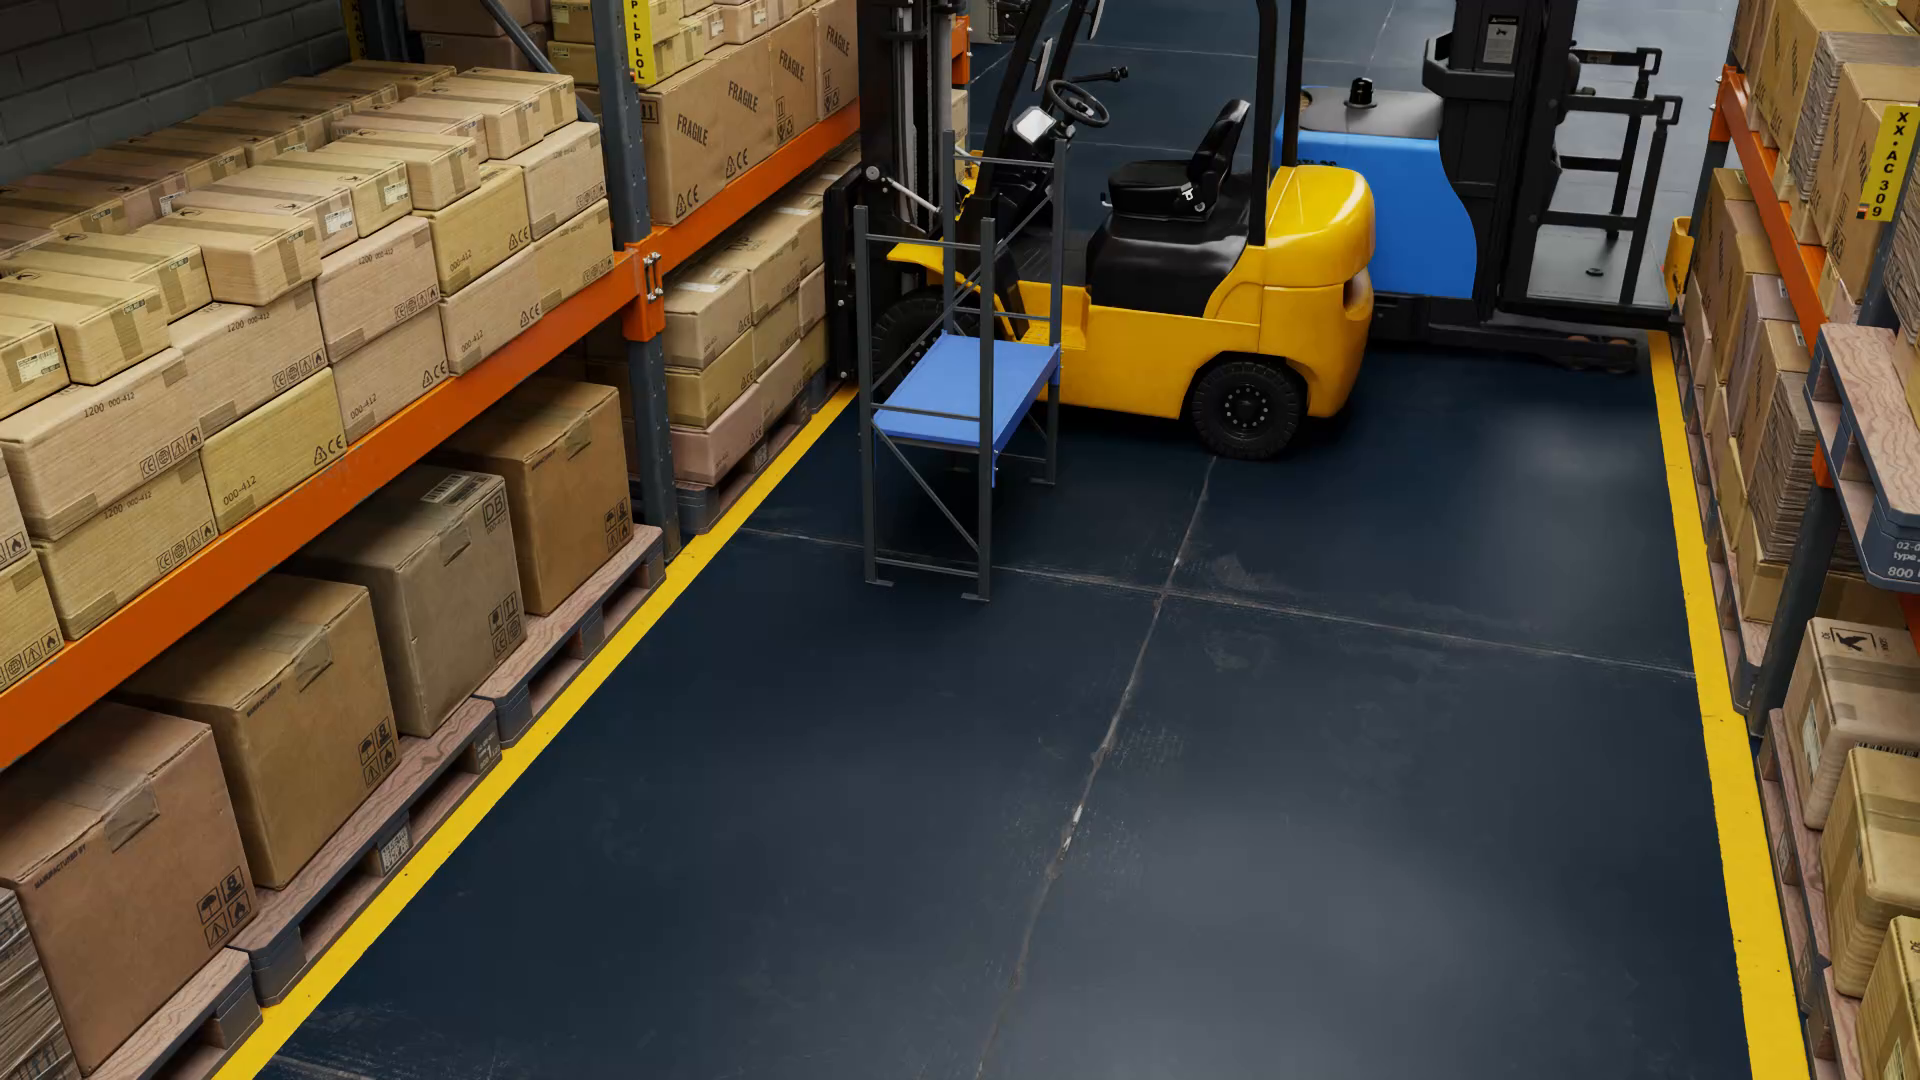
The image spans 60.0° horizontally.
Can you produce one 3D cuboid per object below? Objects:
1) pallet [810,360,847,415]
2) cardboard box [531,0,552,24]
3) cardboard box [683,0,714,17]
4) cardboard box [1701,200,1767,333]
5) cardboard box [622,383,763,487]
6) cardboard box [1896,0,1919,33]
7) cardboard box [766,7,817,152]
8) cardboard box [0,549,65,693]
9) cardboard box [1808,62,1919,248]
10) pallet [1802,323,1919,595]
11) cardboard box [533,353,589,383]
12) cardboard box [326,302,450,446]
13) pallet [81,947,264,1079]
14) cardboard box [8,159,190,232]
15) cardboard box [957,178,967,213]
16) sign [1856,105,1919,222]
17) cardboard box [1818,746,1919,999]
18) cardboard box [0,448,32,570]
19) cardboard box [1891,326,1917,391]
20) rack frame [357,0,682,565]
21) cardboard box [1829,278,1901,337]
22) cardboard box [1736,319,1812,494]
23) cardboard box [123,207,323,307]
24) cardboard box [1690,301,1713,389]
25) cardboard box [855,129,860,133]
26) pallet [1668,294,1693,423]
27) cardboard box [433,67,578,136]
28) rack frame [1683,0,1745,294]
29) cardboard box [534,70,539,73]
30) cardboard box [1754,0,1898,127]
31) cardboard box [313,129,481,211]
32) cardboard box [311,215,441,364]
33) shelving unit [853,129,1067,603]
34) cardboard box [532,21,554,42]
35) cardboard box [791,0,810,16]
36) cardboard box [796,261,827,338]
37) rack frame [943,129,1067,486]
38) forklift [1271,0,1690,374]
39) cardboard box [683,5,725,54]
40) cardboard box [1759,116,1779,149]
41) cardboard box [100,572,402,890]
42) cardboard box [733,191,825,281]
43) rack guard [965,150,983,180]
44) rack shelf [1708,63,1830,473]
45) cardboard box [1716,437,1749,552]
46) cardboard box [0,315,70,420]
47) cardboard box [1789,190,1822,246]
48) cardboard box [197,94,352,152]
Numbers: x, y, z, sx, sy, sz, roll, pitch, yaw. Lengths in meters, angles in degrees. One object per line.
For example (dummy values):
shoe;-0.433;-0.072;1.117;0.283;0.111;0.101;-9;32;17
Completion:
pallet;-0.981;-1.025;8.376;1.003;0.211;1.213;8;30;15
cardboard box;-1.693;-2.071;6.310;0.380;0.149;0.250;8;30;14
cardboard box;-1.177;-2.128;6.414;0.380;0.149;0.250;8;30;14
cardboard box;3.652;-1.183;7.416;0.500;0.500;0.500;7;30;13
cardboard box;-1.153;-0.471;6.907;0.500;0.250;0.500;9;30;15
cardboard box;3.882;-2.108;6.016;0.700;0.500;0.500;8;30;15
cardboard box;-0.947;-2.004;7.164;0.500;0.500;0.500;8;30;14
cardboard box;-2.269;0.209;3.443;0.500;0.250;0.500;8;30;14
cardboard box;3.172;-1.261;5.522;0.500;0.500;0.500;10;30;17
pallet;2.772;-0.186;4.197;1.003;0.211;1.213;8;30;15
cardboard box;-1.664;-0.767;6.926;0.500;0.250;0.500;8;30;14
cardboard box;-1.826;-0.513;4.742;0.500;0.250;0.500;9;30;15
pallet;-2.506;1.389;4.036;1.003;0.211;1.213;8;30;15
cardboard box;-2.344;-0.921;4.549;0.380;0.149;0.250;8;30;14
cardboard box;-0.273;-1.889;9.456;0.500;0.250;0.500;9;30;15
sign;2.614;-1.057;4.674;0.100;0.325;0.005;8;30;15
cardboard box;2.776;0.939;4.248;0.950;0.372;0.625;10;31;18
cardboard box;-2.273;-0.009;3.321;0.500;0.250;0.500;9;30;16
cardboard box;2.671;-0.467;4.330;0.380;0.149;0.250;9;30;16
rack frame;-1.611;-1.311;6.022;1.000;3.000;0.127;8;30;15
cardboard box;2.938;-0.688;5.159;0.380;0.149;0.250;8;30;14
cardboard box;3.200;-0.464;6.124;0.500;0.500;0.500;9;30;16
cardboard box;-1.850;-0.716;4.181;0.380;0.149;0.250;8;30;14
cardboard box;3.651;-0.874;7.632;0.500;0.250;0.500;10;30;17
cardboard box;-0.418;-2.092;8.794;0.500;0.250;0.500;9;30;16
pallet;4.015;-0.837;8.038;1.003;0.211;1.213;8;30;15
cardboard box;-1.499;-1.448;5.497;0.380;0.149;0.250;10;30;17
rack frame;4.309;-2.464;8.093;1.000;3.000;0.127;8;30;15
cardboard box;-1.738;-1.602;6.442;0.500;0.500;0.500;8;30;15
cardboard box;3.608;-1.979;6.812;0.500;0.500;0.500;8;30;14
cardboard box;-1.630;-1.078;4.832;0.380;0.149;0.250;8;30;13
cardboard box;-1.811;-0.723;4.604;0.500;0.250;0.500;9;30;16
shelving unit;0.025;-0.695;6.457;0.538;1.500;1.048;8;30;15
cardboard box;-1.722;-1.946;6.392;0.380;0.149;0.250;8;30;13
cardboard box;-0.863;-2.340;7.100;0.380;0.149;0.250;8;30;13
cardboard box;-0.870;-1.159;7.630;0.500;0.250;0.500;8;30;14
rack frame;0.174;-0.931;6.881;0.500;1.500;0.032;8;30;15
forklift;3.113;-2.389;8.029;3.031;2.935;1.130;8;30;13
cardboard box;-1.142;-1.995;6.480;0.380;0.149;0.250;8;30;15
cardboard box;3.633;-1.758;7.083;0.380;0.149;0.250;9;30;16
cardboard box;-2.207;0.496;4.783;0.875;0.625;0.625;7;30;13
cardboard box;-0.874;-1.379;7.512;0.500;0.250;0.500;10;30;17
rack guard;-0.430;-2.089;9.991;1.175;0.500;0.348;8;30;15
rack shelf;3.722;-1.220;6.597;1.077;0.370;4.000;8;30;15
cardboard box;3.198;-0.149;6.328;0.500;0.250;0.500;8;30;14
cardboard box;-2.172;-0.377;3.573;0.380;0.149;0.250;9;30;15
cardboard box;3.233;-1.160;6.009;0.380;0.149;0.250;8;30;14
cardboard box;-2.122;-1.273;5.182;0.380;0.149;0.250;8;30;15
